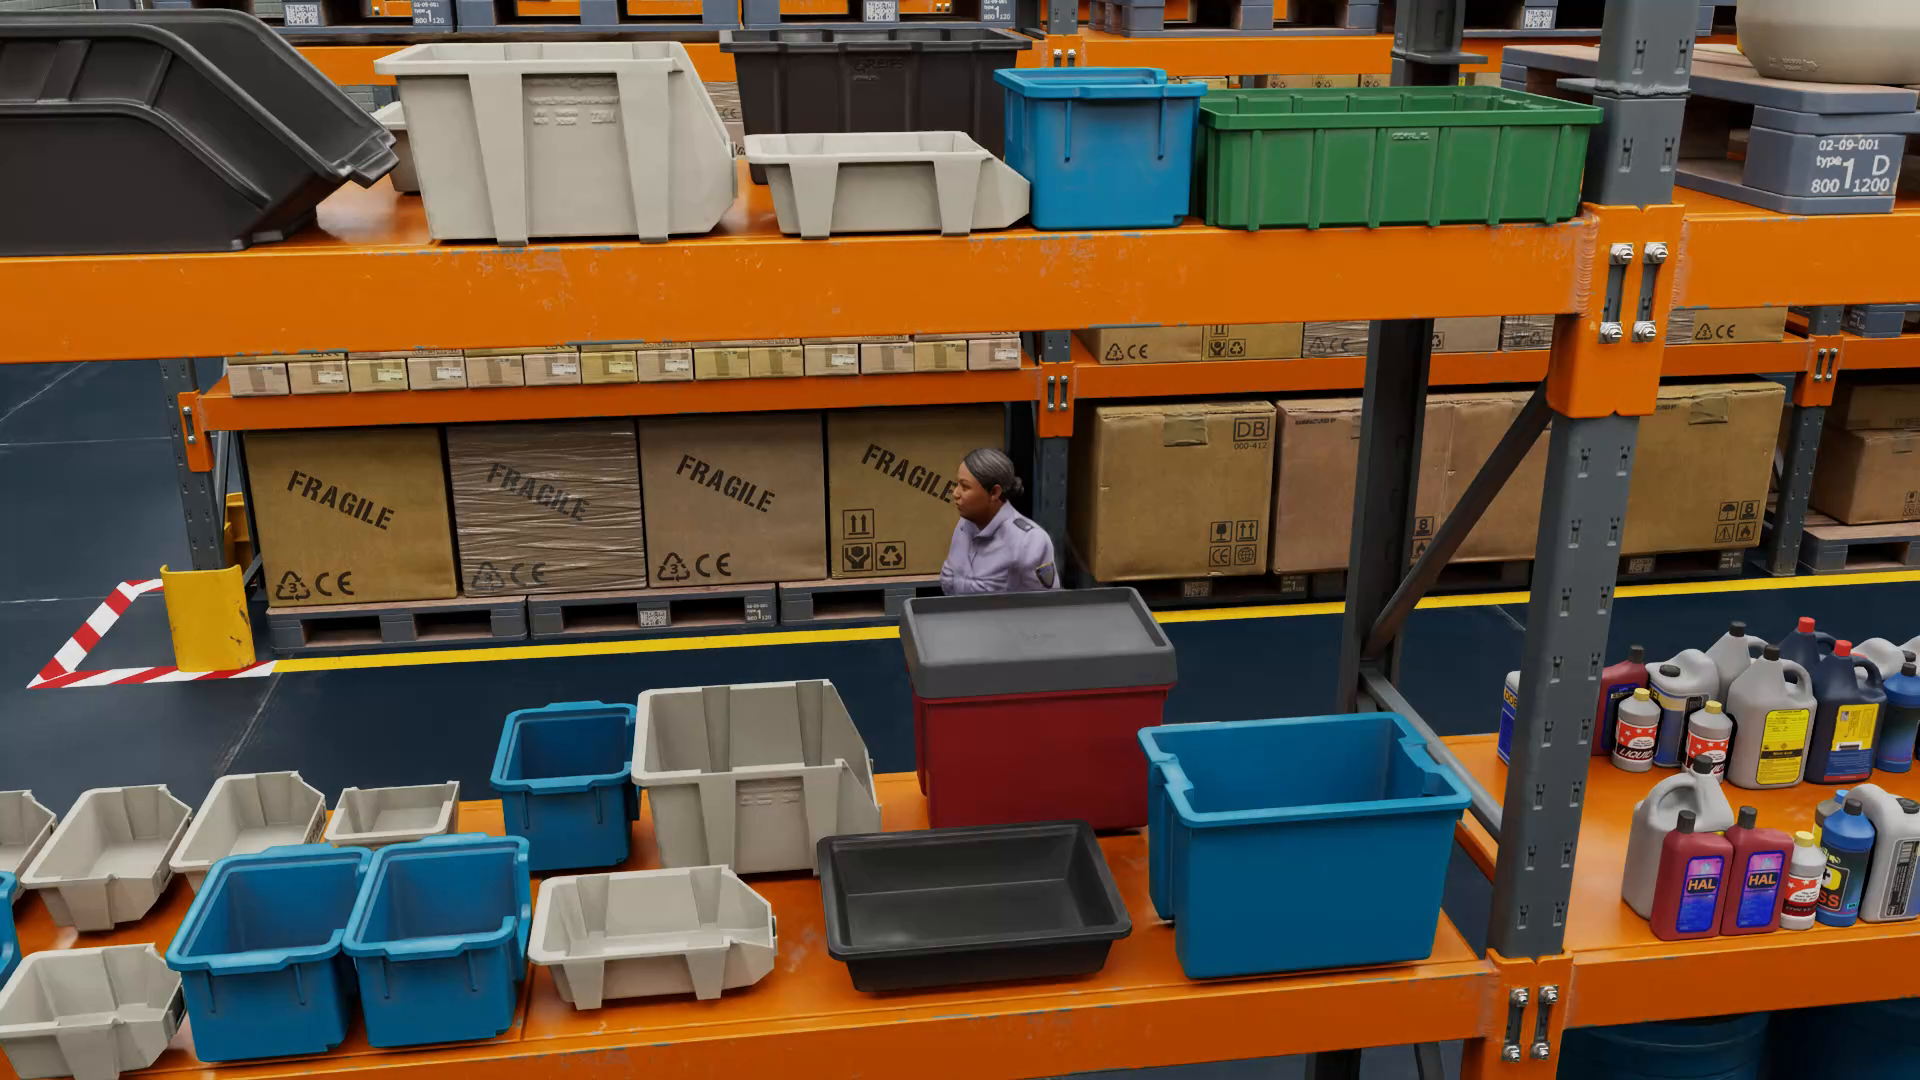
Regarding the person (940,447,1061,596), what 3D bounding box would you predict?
[{"bbox_3d":[0.167,0.463,5.802,0.454,1.637,0.541,-12,23,-29],"label":"person"}]
